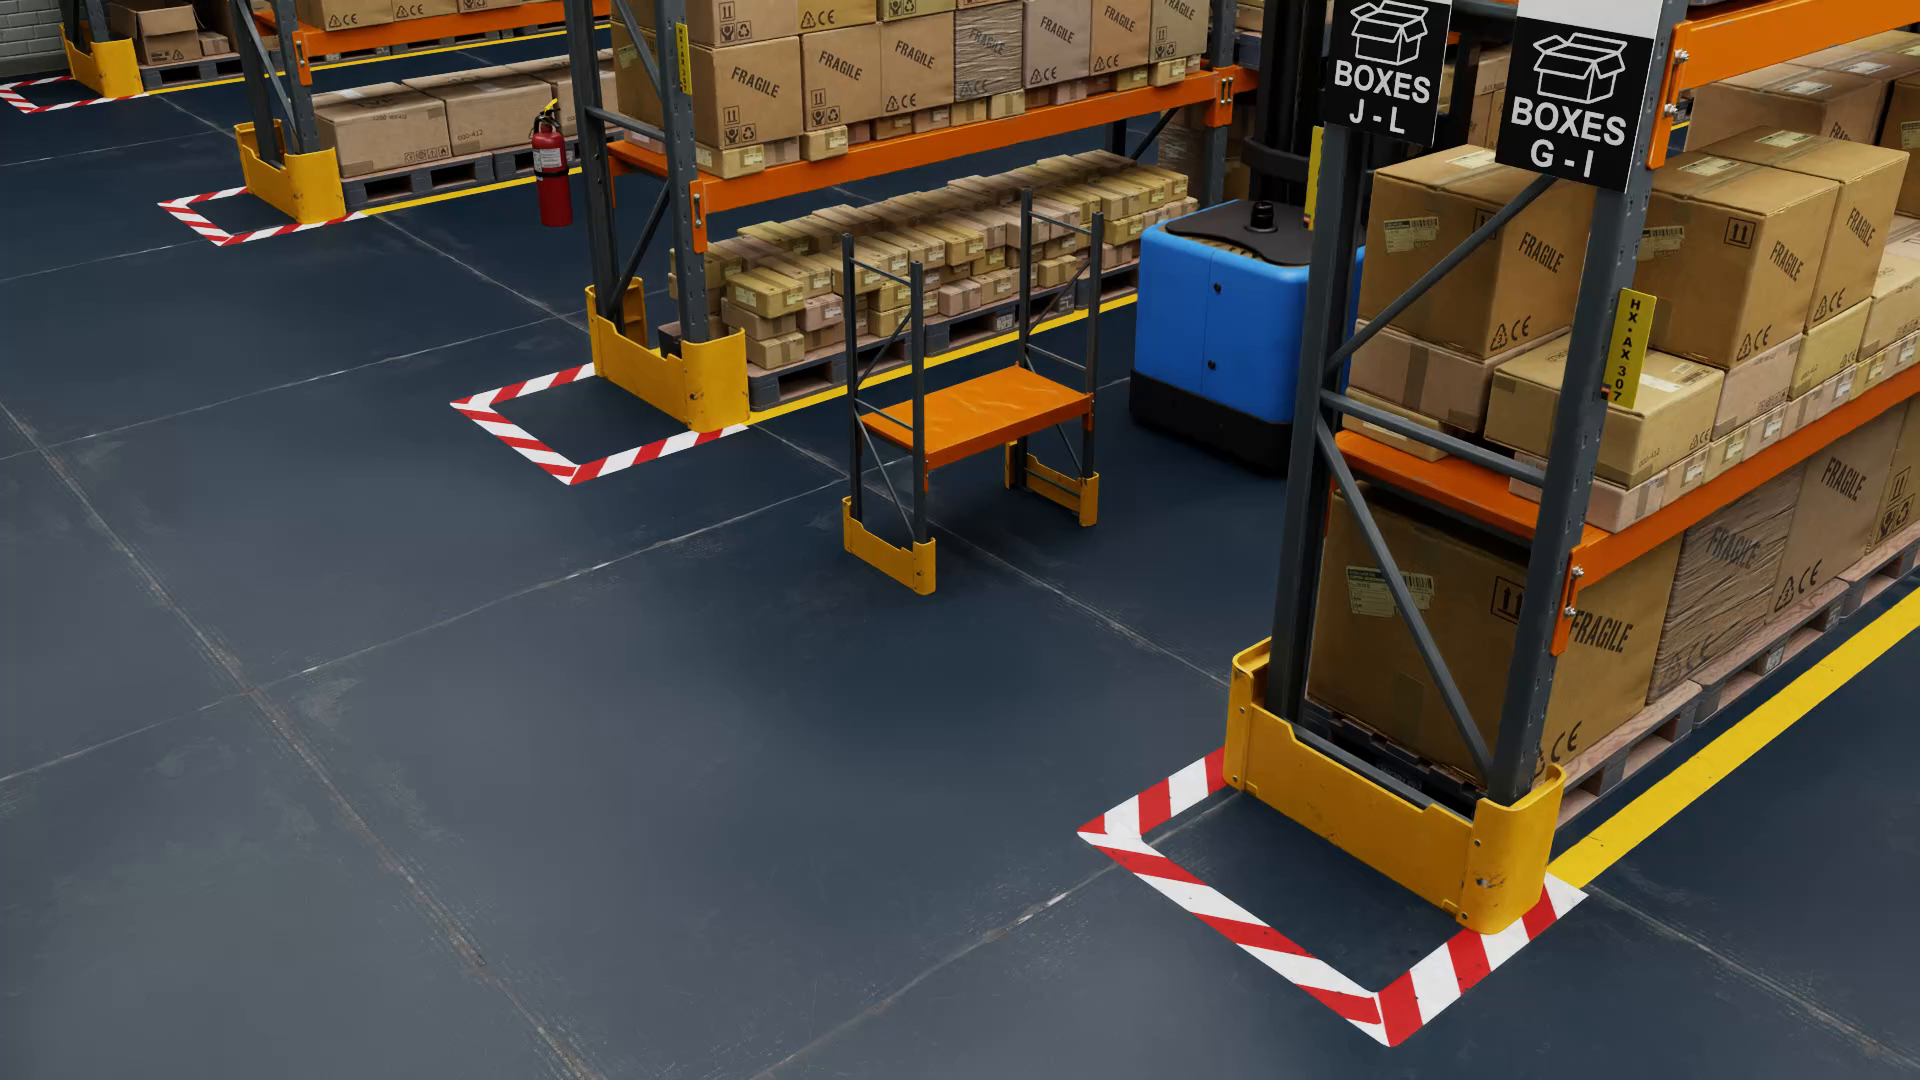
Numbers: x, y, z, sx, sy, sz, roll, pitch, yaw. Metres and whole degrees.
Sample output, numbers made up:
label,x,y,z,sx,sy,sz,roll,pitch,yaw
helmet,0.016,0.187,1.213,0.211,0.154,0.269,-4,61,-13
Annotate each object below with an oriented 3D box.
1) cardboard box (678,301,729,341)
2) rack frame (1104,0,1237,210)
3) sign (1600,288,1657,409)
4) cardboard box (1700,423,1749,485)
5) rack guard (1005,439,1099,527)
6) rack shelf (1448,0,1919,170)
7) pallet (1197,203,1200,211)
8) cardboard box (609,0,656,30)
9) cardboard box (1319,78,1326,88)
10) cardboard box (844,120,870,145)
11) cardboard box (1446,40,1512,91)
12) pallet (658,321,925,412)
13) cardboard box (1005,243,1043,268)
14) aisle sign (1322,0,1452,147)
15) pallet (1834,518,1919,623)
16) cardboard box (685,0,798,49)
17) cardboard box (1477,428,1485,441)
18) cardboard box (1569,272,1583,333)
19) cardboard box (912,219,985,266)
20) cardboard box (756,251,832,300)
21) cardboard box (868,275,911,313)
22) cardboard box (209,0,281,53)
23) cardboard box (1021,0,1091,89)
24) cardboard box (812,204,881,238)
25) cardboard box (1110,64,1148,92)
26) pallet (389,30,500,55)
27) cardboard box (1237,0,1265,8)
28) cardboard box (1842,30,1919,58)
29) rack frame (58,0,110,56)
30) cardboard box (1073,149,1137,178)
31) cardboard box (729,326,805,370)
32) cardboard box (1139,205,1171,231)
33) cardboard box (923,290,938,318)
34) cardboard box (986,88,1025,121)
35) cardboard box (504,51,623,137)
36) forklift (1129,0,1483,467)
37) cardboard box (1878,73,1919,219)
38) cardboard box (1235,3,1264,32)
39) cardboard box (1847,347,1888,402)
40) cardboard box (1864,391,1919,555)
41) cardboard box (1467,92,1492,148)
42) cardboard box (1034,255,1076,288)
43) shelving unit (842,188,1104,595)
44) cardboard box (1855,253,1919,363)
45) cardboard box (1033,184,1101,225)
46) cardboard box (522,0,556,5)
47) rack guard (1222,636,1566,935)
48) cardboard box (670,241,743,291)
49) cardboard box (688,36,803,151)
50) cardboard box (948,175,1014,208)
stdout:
label,x,y,z,sx,sy,sz,roll,pitch,yaw
cardboard box,-1.410,-1.278,9.538,0.250,0.149,0.380,-21,35,-34
rack frame,1.368,-3.338,10.813,0.127,3.000,1.000,-22,35,-35
sign,1.823,-0.521,4.539,0.005,0.325,0.100,-22,35,-35
cardboard box,2.340,-0.342,5.474,0.250,0.149,0.380,-23,36,-36
rack guard,0.437,-0.286,8.020,0.087,0.250,0.587,-22,35,-35
rack shelf,2.989,-1.922,5.745,4.000,0.370,1.077,-22,35,-35
pallet,1.959,-2.347,11.917,1.213,0.211,1.003,-22,35,-35
cardboard box,-1.489,-2.960,8.623,0.500,0.500,0.500,-23,36,-36
cardboard box,2.505,-3.046,11.679,0.500,0.250,0.500,-21,34,-34
cardboard box,-0.702,-2.269,9.080,0.250,0.149,0.380,-20,34,-33
cardboard box,4.061,-3.672,12.849,0.500,0.250,0.500,-23,36,-36
pallet,-0.977,-1.143,9.666,1.213,0.211,1.003,-22,35,-35
cardboard box,0.292,-1.810,10.218,0.250,0.149,0.380,-24,36,-37
aisle sign,1.218,-1.537,4.685,0.004,0.787,0.394,-22,35,-35
pallet,3.881,-0.094,7.702,1.213,0.211,1.003,-22,35,-35
cardboard box,-1.161,-2.773,8.273,0.500,0.500,0.500,-22,35,-35
cardboard box,1.721,-0.501,5.772,0.250,0.149,0.380,-21,35,-34
cardboard box,2.050,-0.768,5.849,0.500,0.250,0.500,-23,35,-36
cardboard box,-0.068,-1.753,9.795,0.250,0.149,0.380,-21,35,-34
cardboard box,-0.925,-1.470,9.267,0.250,0.149,0.380,-21,35,-34
cardboard box,-0.471,-1.451,9.547,0.250,0.149,0.380,-21,34,-33
cardboard box,-6.987,-5.120,16.355,0.500,0.500,0.700,-20,34,-33
cardboard box,0.408,-2.954,9.673,0.500,0.500,0.500,-22,35,-35
cardboard box,-0.688,-1.897,10.065,0.250,0.149,0.380,-20,34,-33
cardboard box,0.935,-2.878,10.219,0.250,0.149,0.380,-20,34,-33
pallet,-5.670,-5.421,17.670,1.213,0.211,1.003,-22,35,-35
cardboard box,1.966,-3.499,10.620,0.250,0.149,0.380,-21,35,-34
cardboard box,3.980,-1.869,7.113,0.500,0.500,0.500,-22,35,-35
rack frame,-8.189,-5.637,15.115,0.127,3.000,1.000,-22,35,-35
cardboard box,0.971,-2.497,11.188,0.250,0.149,0.380,-20,34,-33
cardboard box,-1.069,-1.088,9.182,0.250,0.149,0.380,-21,35,-34
cardboard box,1.137,-2.099,10.759,0.250,0.149,0.380,-24,36,-37
cardboard box,-0.341,-1.427,9.816,0.250,0.149,0.380,-22,35,-35
cardboard box,0.160,-2.552,9.609,0.250,0.149,0.380,-21,35,-34
cardboard box,-3.150,-3.709,13.781,0.875,0.438,0.875,-23,36,-36
forklift,2.328,-2.234,8.821,3.031,2.935,1.130,-24,36,-37
cardboard box,3.950,-1.536,6.490,0.500,0.500,0.500,-21,35,-34
cardboard box,1.966,-3.368,10.690,0.250,0.149,0.380,-24,36,-37
cardboard box,3.121,-0.655,6.060,0.250,0.149,0.380,-23,36,-36
cardboard box,3.956,-0.603,7.505,0.875,0.875,0.875,-22,35,-35
cardboard box,3.682,-3.192,12.746,0.500,0.500,0.500,-20,34,-33
cardboard box,0.503,-1.707,10.341,0.250,0.149,0.380,-22,35,-35
shelving unit,0.058,-0.685,7.440,1.083,1.500,0.587,-22,35,-35
cardboard box,3.177,-0.895,6.086,0.500,0.250,0.500,-23,36,-36
cardboard box,0.665,-2.103,10.451,0.250,0.149,0.380,-21,34,-33
cardboard box,-3.278,-4.419,12.731,0.500,0.500,0.500,-21,34,-33
rack guard,1.449,0.805,5.713,0.348,0.500,1.175,-22,35,-35
cardboard box,-1.437,-1.557,9.429,0.250,0.149,0.380,-21,35,-34
cardboard box,-1.154,-2.328,8.502,0.500,0.500,0.500,-20,34,-33
cardboard box,0.132,-2.202,10.637,0.250,0.149,0.380,-21,35,-34
